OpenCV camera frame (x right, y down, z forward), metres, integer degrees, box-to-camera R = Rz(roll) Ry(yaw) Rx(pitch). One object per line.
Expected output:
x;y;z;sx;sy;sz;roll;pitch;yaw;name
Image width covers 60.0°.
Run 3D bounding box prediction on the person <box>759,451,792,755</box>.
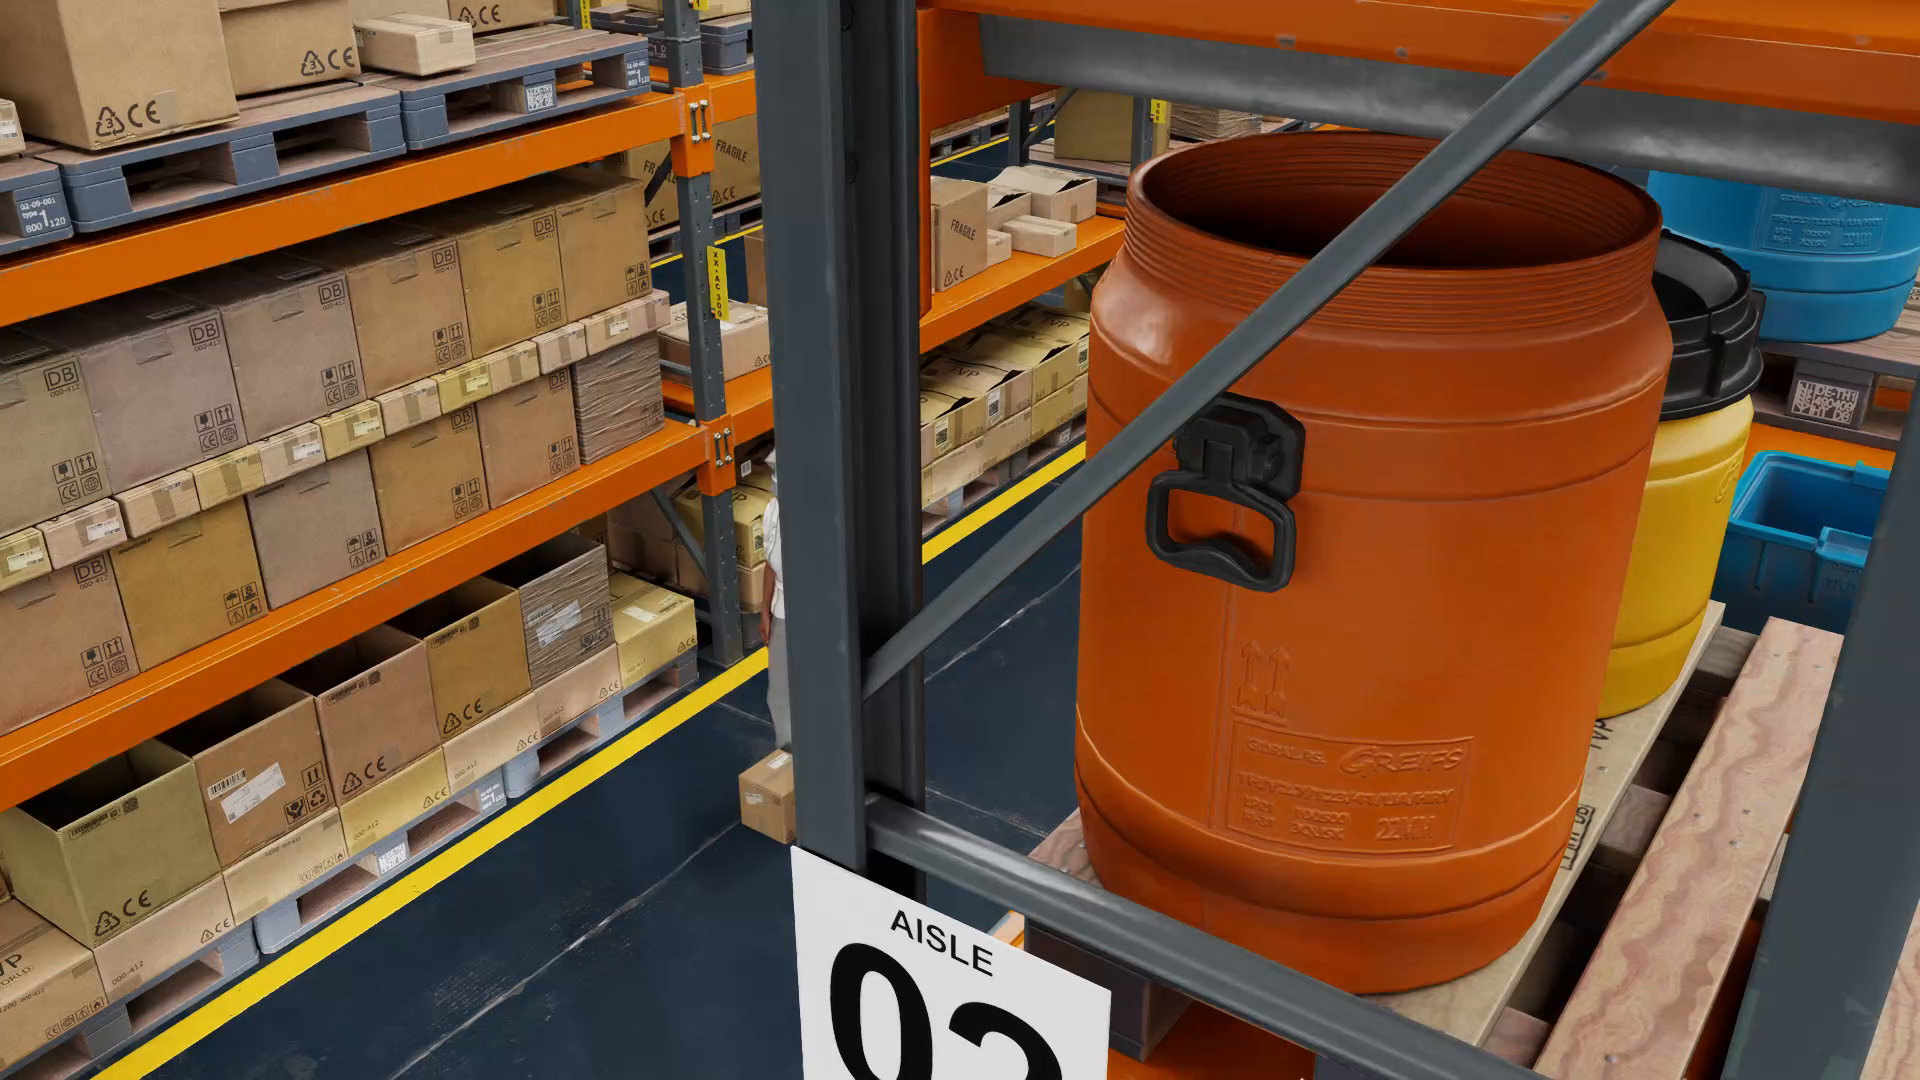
-0.632;0.367;6.904;0.518;1.656;0.397;16;31;28;person
